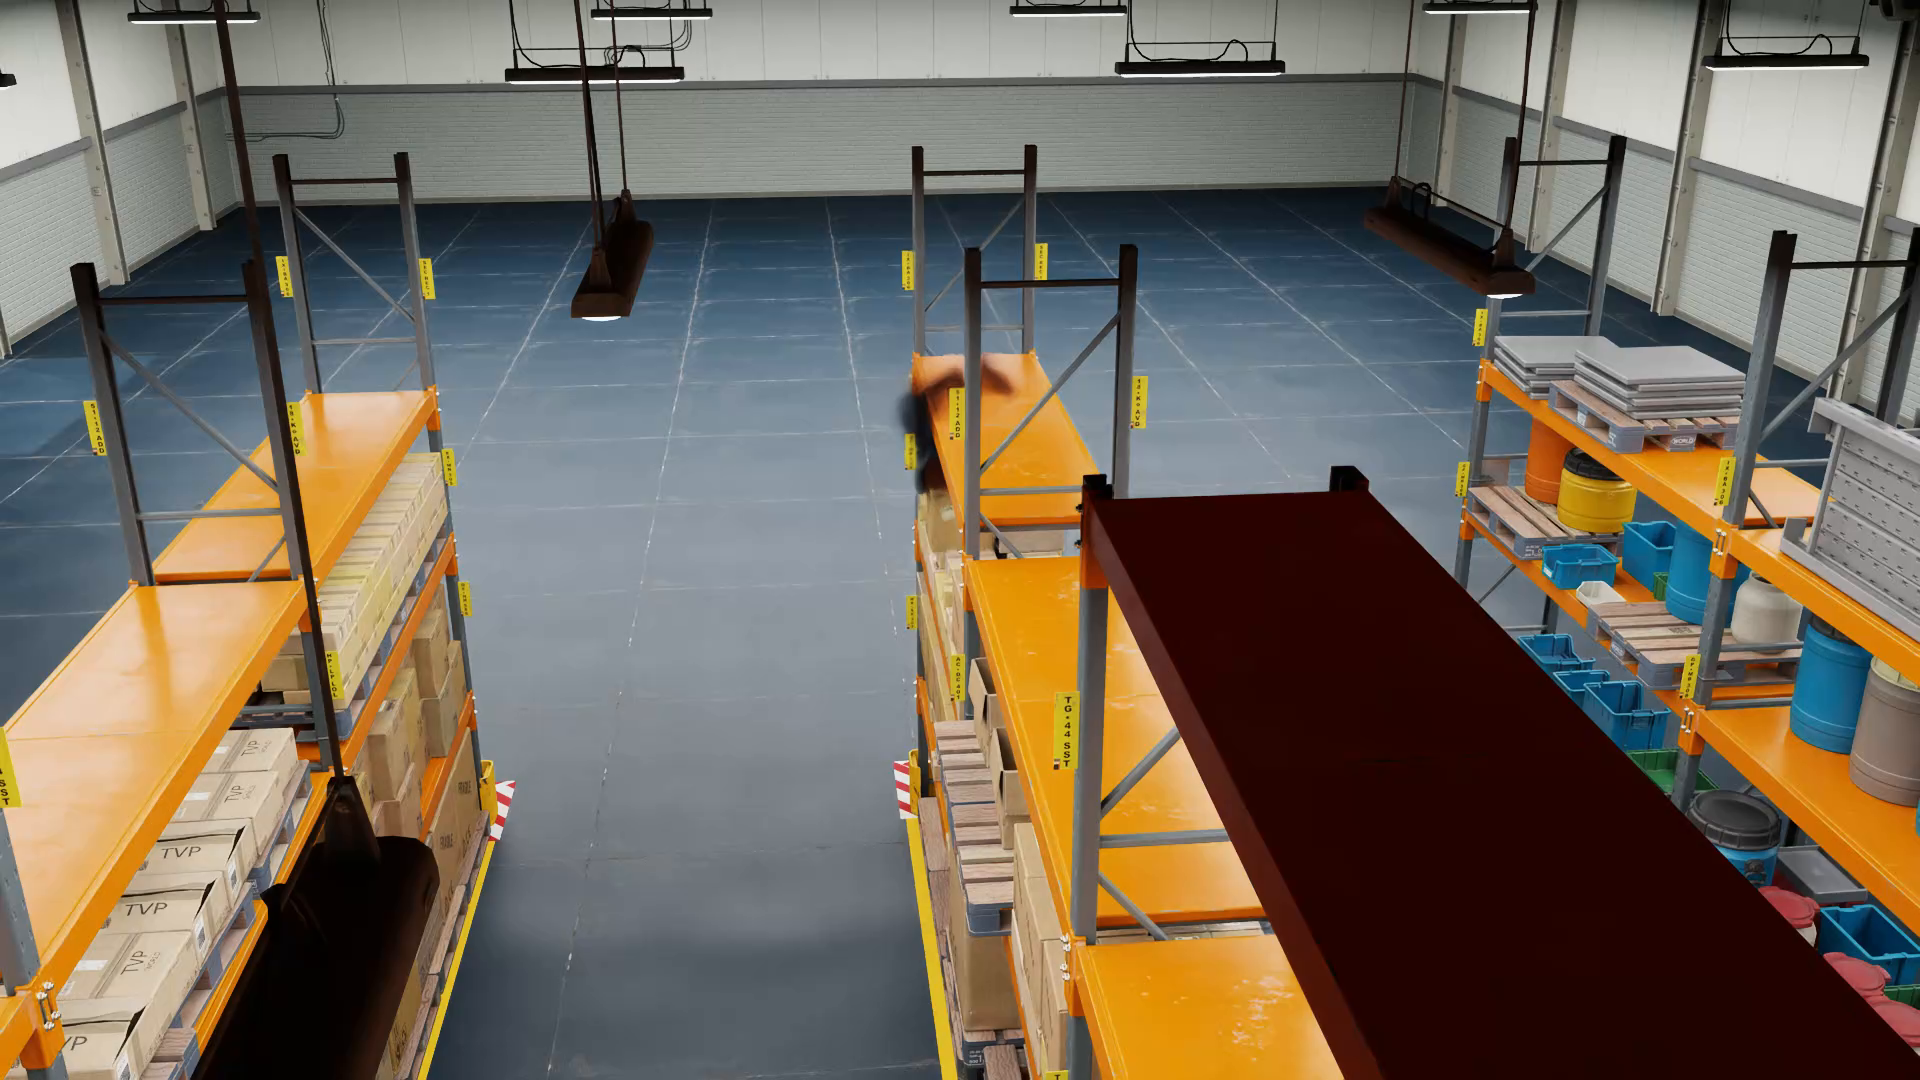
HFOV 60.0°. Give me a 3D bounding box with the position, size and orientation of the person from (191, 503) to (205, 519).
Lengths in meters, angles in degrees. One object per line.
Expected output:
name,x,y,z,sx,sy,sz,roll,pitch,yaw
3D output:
person,-8.361,0.365,18.573,0.728,1.586,0.552,19,29,40
